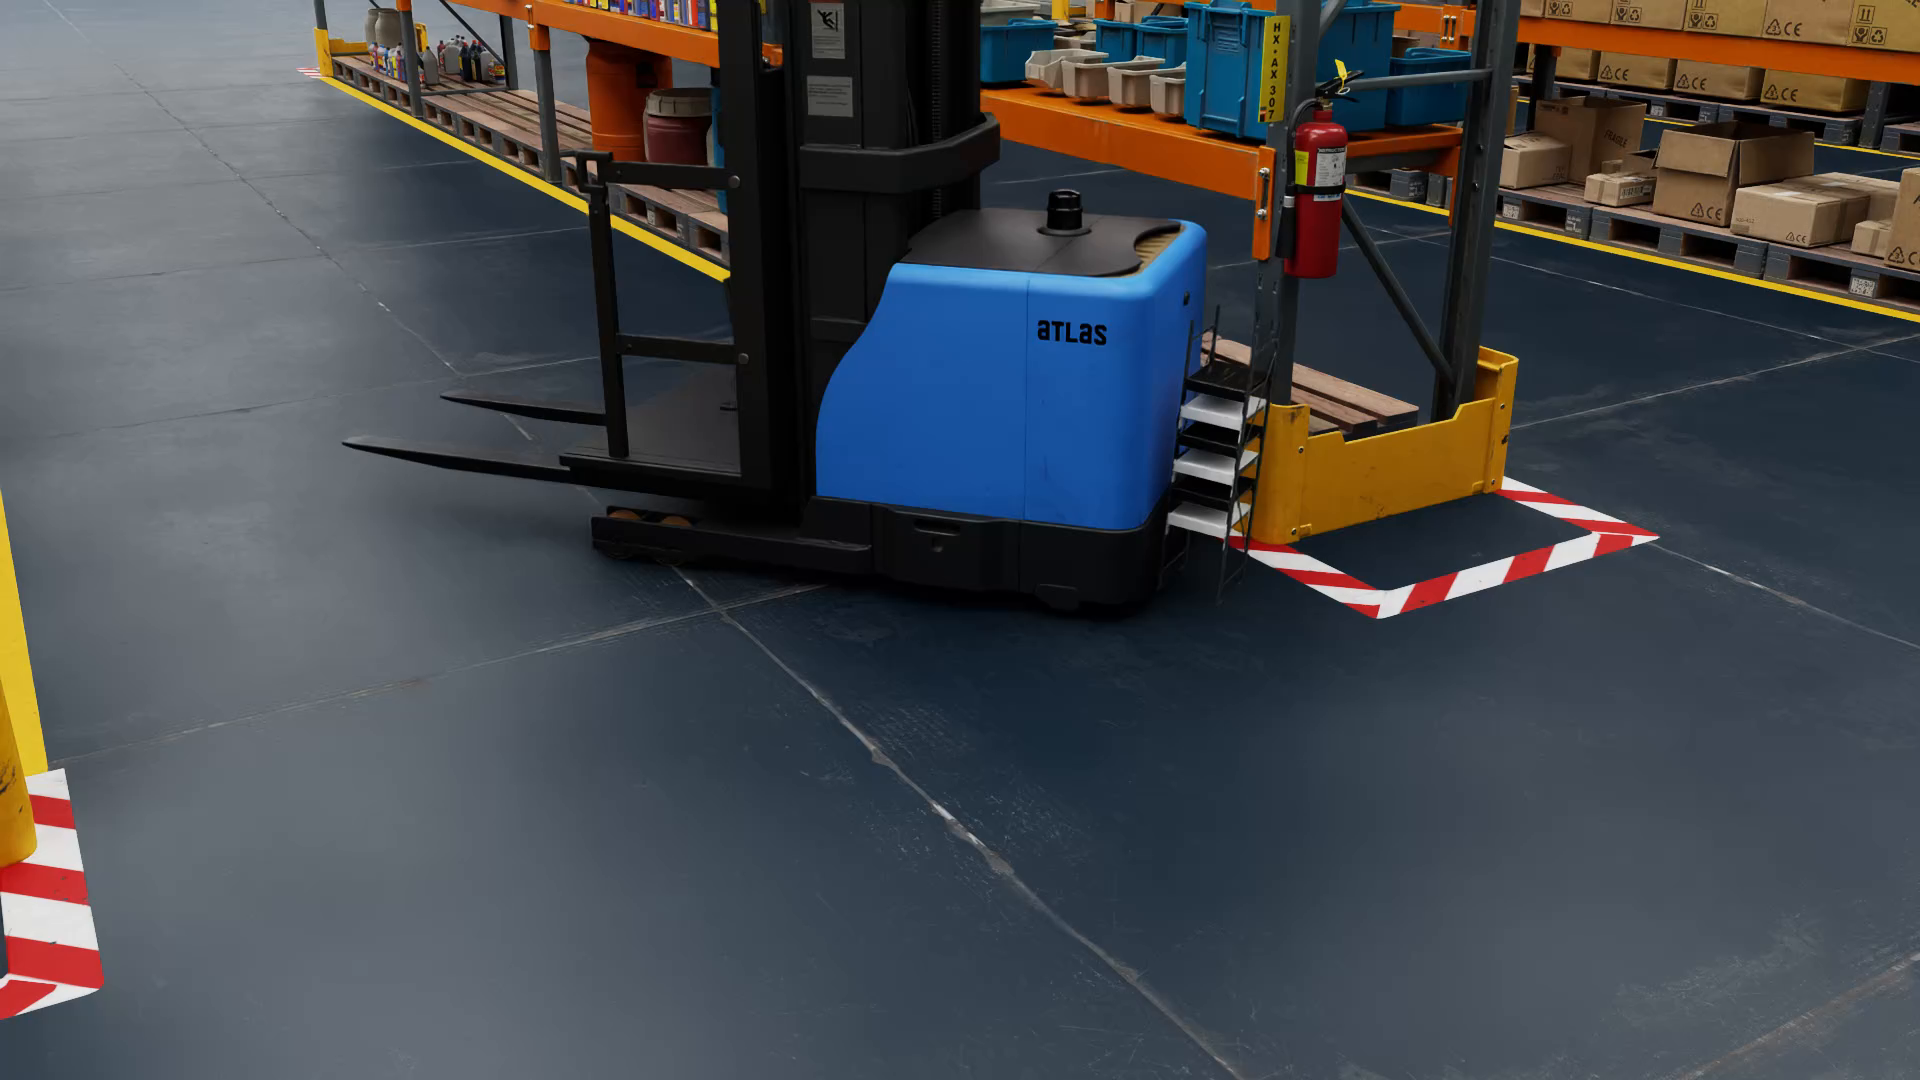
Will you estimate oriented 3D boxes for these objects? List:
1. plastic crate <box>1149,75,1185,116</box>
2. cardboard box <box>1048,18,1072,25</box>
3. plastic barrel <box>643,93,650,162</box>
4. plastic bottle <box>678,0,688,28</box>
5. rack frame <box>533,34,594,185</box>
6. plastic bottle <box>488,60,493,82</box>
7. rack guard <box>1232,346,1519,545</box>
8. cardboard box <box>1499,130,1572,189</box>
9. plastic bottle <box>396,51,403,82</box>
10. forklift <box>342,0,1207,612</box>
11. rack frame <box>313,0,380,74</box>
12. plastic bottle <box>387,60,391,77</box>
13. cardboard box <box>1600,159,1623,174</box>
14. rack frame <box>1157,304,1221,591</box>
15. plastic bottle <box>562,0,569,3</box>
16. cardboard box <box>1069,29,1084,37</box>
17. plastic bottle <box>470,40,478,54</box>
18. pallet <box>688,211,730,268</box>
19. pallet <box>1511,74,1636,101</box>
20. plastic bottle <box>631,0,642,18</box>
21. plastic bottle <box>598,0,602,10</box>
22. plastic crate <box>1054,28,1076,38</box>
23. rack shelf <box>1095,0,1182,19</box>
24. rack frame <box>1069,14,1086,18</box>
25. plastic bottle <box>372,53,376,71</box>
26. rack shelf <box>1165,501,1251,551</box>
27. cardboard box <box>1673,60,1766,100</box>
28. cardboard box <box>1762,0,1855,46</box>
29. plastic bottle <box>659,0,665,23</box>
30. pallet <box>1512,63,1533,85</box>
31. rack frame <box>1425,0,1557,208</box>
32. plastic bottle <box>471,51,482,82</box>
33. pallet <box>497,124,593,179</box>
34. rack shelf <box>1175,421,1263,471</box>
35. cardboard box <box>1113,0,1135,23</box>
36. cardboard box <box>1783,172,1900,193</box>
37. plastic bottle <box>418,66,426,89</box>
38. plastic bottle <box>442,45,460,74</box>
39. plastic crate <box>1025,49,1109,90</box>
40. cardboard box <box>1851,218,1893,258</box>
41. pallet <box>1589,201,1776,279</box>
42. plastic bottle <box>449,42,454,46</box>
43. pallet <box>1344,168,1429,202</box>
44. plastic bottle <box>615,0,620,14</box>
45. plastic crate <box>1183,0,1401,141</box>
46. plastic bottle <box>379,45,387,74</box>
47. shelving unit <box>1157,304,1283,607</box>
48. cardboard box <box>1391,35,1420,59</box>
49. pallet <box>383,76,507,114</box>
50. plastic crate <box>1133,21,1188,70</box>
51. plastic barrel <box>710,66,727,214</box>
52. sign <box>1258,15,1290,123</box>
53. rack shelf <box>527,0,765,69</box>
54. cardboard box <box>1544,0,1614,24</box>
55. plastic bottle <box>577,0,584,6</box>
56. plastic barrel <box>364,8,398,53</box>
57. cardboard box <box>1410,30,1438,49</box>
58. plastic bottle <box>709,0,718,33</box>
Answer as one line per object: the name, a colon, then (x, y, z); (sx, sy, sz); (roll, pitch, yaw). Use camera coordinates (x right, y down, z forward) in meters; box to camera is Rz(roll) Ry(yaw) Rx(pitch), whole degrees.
plastic crate: (0.895, -1.671, 6.209); (0.396, 0.136, 0.243); (-13, 25, -28)
cardboard box: (0.828, -4.984, 16.439); (0.500, 0.311, 0.500); (-13, 25, -29)
plastic barrel: (-1.990, -2.847, 11.579); (0.421, 0.512, 0.421); (0, 22, 0)
plastic bottle: (-1.568, -3.164, 9.777); (0.152, 0.276, 0.135); (-13, 25, -28)
rack frame: (-2.620, -4.126, 11.978); (1.000, 3.000, 0.127); (-13, 25, -28)
plastic bottle: (-4.553, -4.581, 16.231); (0.097, 0.201, 0.097); (0, 22, 0)
rack guard: (1.490, -0.373, 6.065); (1.175, 0.500, 0.348); (-13, 25, -28)
cardboard box: (3.712, -2.563, 11.120); (0.500, 0.311, 0.500); (-13, 25, -28)
plastic bottle: (-5.457, -4.626, 16.232); (0.061, 0.283, 0.133); (-11, 24, -25)
forklift: (-0.728, -1.448, 5.482); (3.031, 2.935, 1.130); (7, 23, 17)
rack frame: (-6.706, -6.715, 18.349); (1.000, 3.000, 0.127); (-13, 25, -28)
plastic bottle: (-5.666, -4.734, 16.607); (0.097, 0.201, 0.097); (0, 22, 0)
cardboard box: (4.462, -2.426, 10.998); (0.380, 0.149, 0.250); (-13, 25, -28)
rack frame: (0.726, -0.287, 5.283); (0.006, 0.900, 0.240); (16, 27, 25)
plastic bottle: (-2.676, -3.866, 11.504); (0.152, 0.276, 0.135); (-13, 25, -28)
cardboard box: (0.890, -4.547, 15.364); (0.500, 0.311, 0.500); (-13, 26, -29)
plastic bottle: (-4.815, -4.799, 16.569); (0.144, 0.351, 0.185); (-14, 26, -30)
pallet: (-0.935, -1.797, 9.952); (1.003, 0.211, 1.213); (-13, 25, -28)
pallet: (6.235, -4.470, 16.528); (1.003, 0.211, 1.213); (-13, 25, -28)
plastic bottle: (-1.968, -3.417, 10.399); (0.152, 0.276, 0.135); (-13, 25, -28)
plastic bottle: (-2.336, -3.596, 10.938); (0.097, 0.201, 0.097); (0, 22, 0)
plastic crate: (0.226, -2.421, 8.069); (0.437, 0.125, 0.590); (-13, 25, -28)
rack shelf: (0.619, -5.391, 16.047); (1.077, 0.370, 4.000); (-13, 25, -28)
rack frame: (1.811, -8.621, 23.038); (1.000, 3.000, 0.127); (-13, 25, -28)
plastic bottle: (-5.995, -4.942, 17.120); (0.097, 0.201, 0.097); (0, 22, 0)
rack shelf: (0.800, -0.067, 5.327); (0.200, 0.077, 0.258); (16, 27, 25)
cardboard box: (7.040, -4.408, 14.969); (0.750, 0.750, 0.750); (-12, 25, -27)
cardboard box: (4.746, -2.956, 8.968); (0.500, 0.500, 0.500); (-12, 25, -28)
plastic bottle: (-1.770, -3.237, 10.055); (0.097, 0.201, 0.097); (0, 22, 0)
pallet: (5.500, -4.993, 17.814); (1.003, 0.211, 1.213); (-13, 25, -28)
rack frame: (3.684, -3.782, 11.134); (1.000, 3.000, 0.127); (-13, 25, -28)
plastic bottle: (-4.729, -4.632, 16.247); (0.061, 0.283, 0.133); (-13, 25, -28)
pallet: (-2.982, -3.092, 13.139); (1.003, 0.211, 1.213); (-13, 25, -28)
rack shelf: (0.818, -0.313, 5.217); (0.200, 0.077, 0.258); (16, 27, 25)
cardboard box: (2.378, -7.153, 22.413); (0.500, 0.311, 0.500); (-10, 24, -24)
cardboard box: (5.183, -1.972, 9.746); (0.500, 0.250, 0.500); (-13, 25, -28)
plastic bottle: (-5.116, -4.385, 15.749); (0.097, 0.201, 0.097); (0, 22, 0)
plastic bottle: (-5.146, -4.866, 16.832); (0.152, 0.276, 0.135); (-13, 25, -28)
plastic crate: (0.429, -1.945, 6.884); (0.298, 0.136, 0.250); (-13, 25, -28)
cardboard box: (5.108, -1.656, 9.080); (0.380, 0.166, 0.250); (-13, 25, -28)
pallet: (4.661, -1.873, 10.139); (1.003, 0.211, 1.213); (-13, 25, -28)
plastic bottle: (-5.215, -5.015, 17.200); (0.152, 0.276, 0.135); (-13, 26, -30)
pallet: (3.236, -2.747, 12.289); (1.003, 0.211, 1.213); (-13, 25, -28)
plastic bottle: (-2.169, -3.522, 10.663); (0.097, 0.271, 0.097); (0, 22, 0)
plastic crate: (1.135, -1.653, 5.767); (0.616, 0.435, 0.499); (-13, 25, -28)
plastic bottle: (-5.822, -4.865, 16.836); (0.097, 0.271, 0.097); (0, 22, 0)
shelving unit: (0.814, -0.261, 5.240); (0.210, 0.900, 0.258); (16, 27, 25)
cardboard box: (3.136, -3.703, 12.677); (0.500, 0.250, 0.500); (-13, 25, -28)
pallet: (-4.970, -4.354, 16.243); (1.003, 0.211, 1.213); (-13, 25, -28)
plastic crate: (0.951, -2.056, 7.028); (0.416, 0.233, 0.300); (-13, 25, -28)
plastic barrel: (-1.201, -2.462, 10.114); (0.600, 0.901, 0.708); (-13, 25, -28)
sign: (1.002, -1.501, 5.303); (0.100, 0.325, 0.005); (-13, 25, -28)
rack shelf: (-1.598, -3.145, 10.521); (1.077, 0.370, 4.000); (-13, 25, -28)
cardboard box: (3.974, -3.446, 10.174); (0.500, 0.500, 0.500); (-12, 25, -27)
plastic bottle: (-2.548, -3.754, 11.219); (0.061, 0.283, 0.133); (-13, 25, -28)
plastic barrel: (-6.304, -5.559, 18.251); (0.421, 0.512, 0.421); (0, 22, 0)
cardboard box: (5.322, -5.489, 18.068); (0.700, 0.500, 0.500); (-13, 25, -28)
plastic bottle: (-1.327, -3.043, 9.379); (0.144, 0.351, 0.185); (-13, 25, -28)
